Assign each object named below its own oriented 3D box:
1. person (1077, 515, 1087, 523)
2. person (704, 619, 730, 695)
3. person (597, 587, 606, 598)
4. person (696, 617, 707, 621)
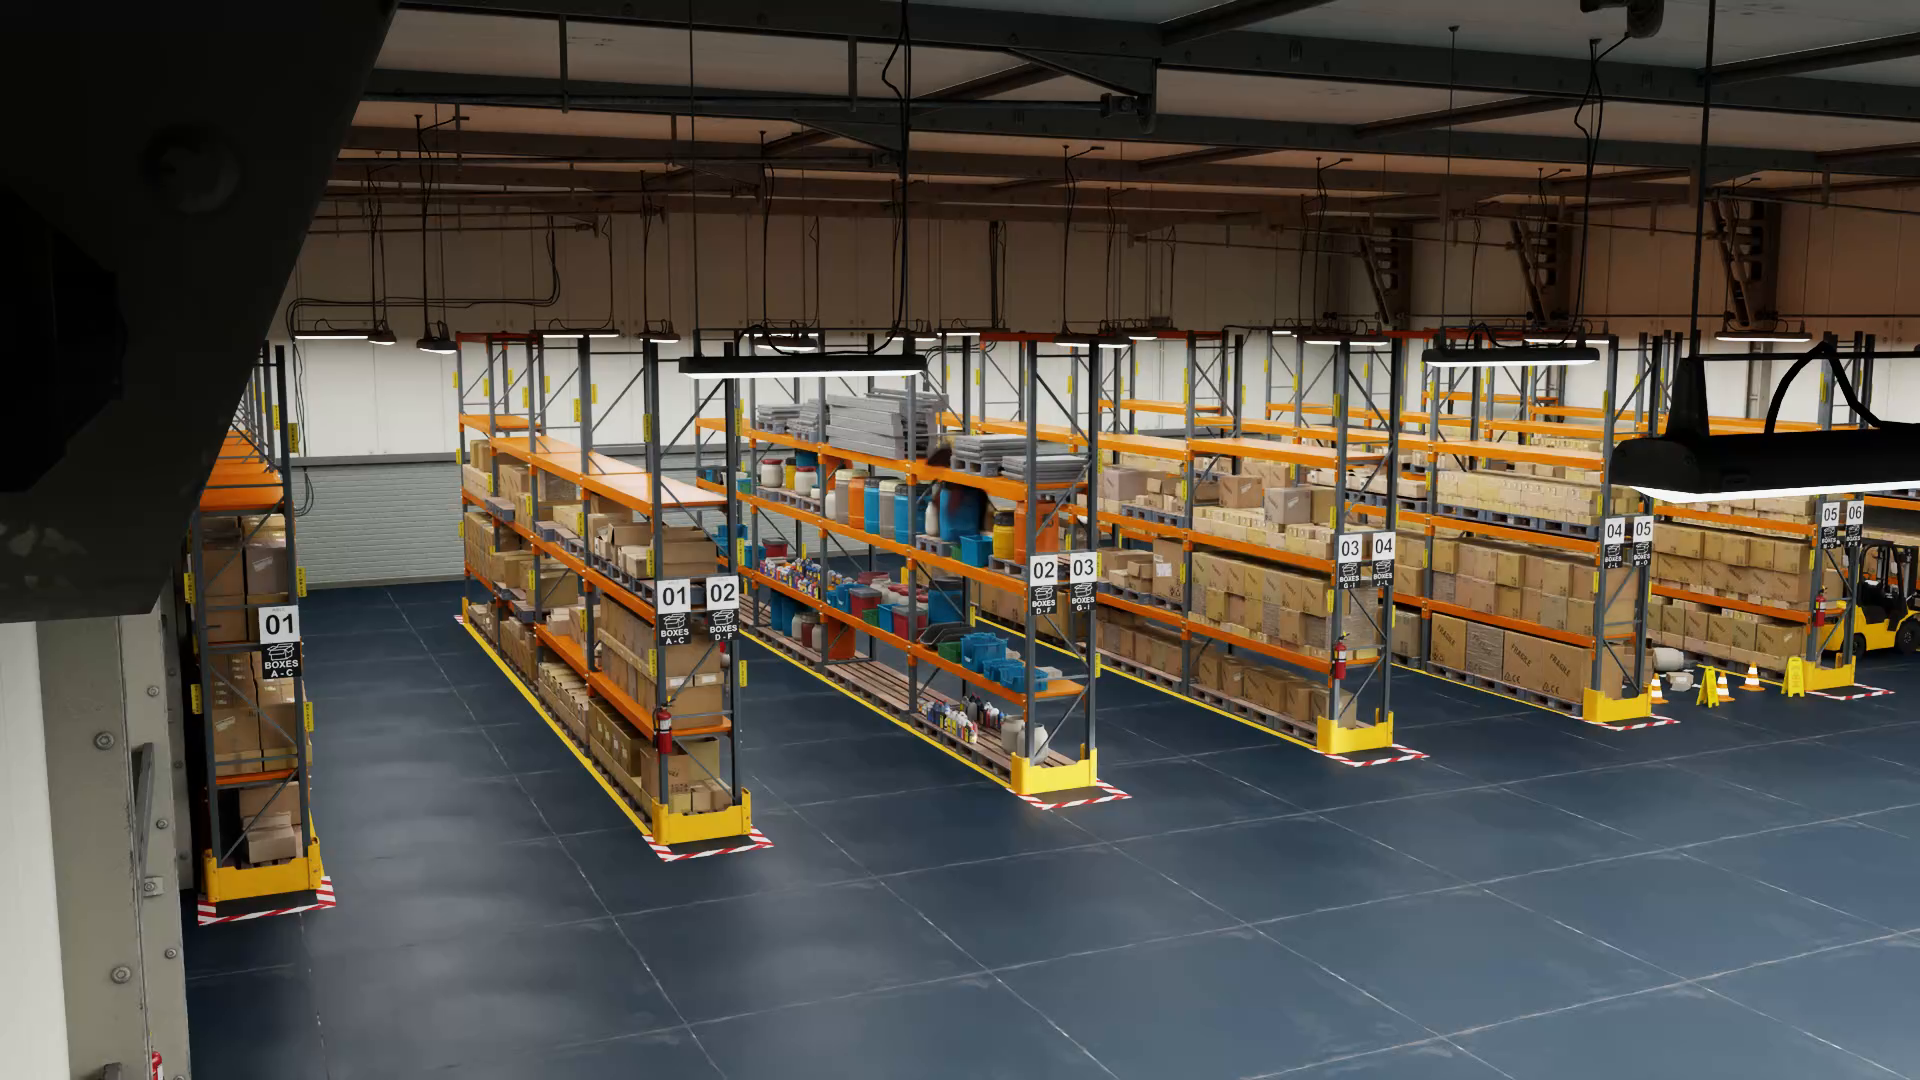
[{"bbox_3d":[3.099,-0.111,41.556,0.528,1.694,0.368,-3,8,-24],"label":"person"},{"bbox_3d":[-3.931,1.894,26.657,0.566,1.643,1.026,-5,9,-31],"label":"person"},{"bbox_3d":[-7.990,0.459,37.399,0.419,1.691,0.522,3,8,19],"label":"person"},{"bbox_3d":[-5.281,1.014,33.495,0.516,1.620,0.980,0,8,-2],"label":"person"}]
